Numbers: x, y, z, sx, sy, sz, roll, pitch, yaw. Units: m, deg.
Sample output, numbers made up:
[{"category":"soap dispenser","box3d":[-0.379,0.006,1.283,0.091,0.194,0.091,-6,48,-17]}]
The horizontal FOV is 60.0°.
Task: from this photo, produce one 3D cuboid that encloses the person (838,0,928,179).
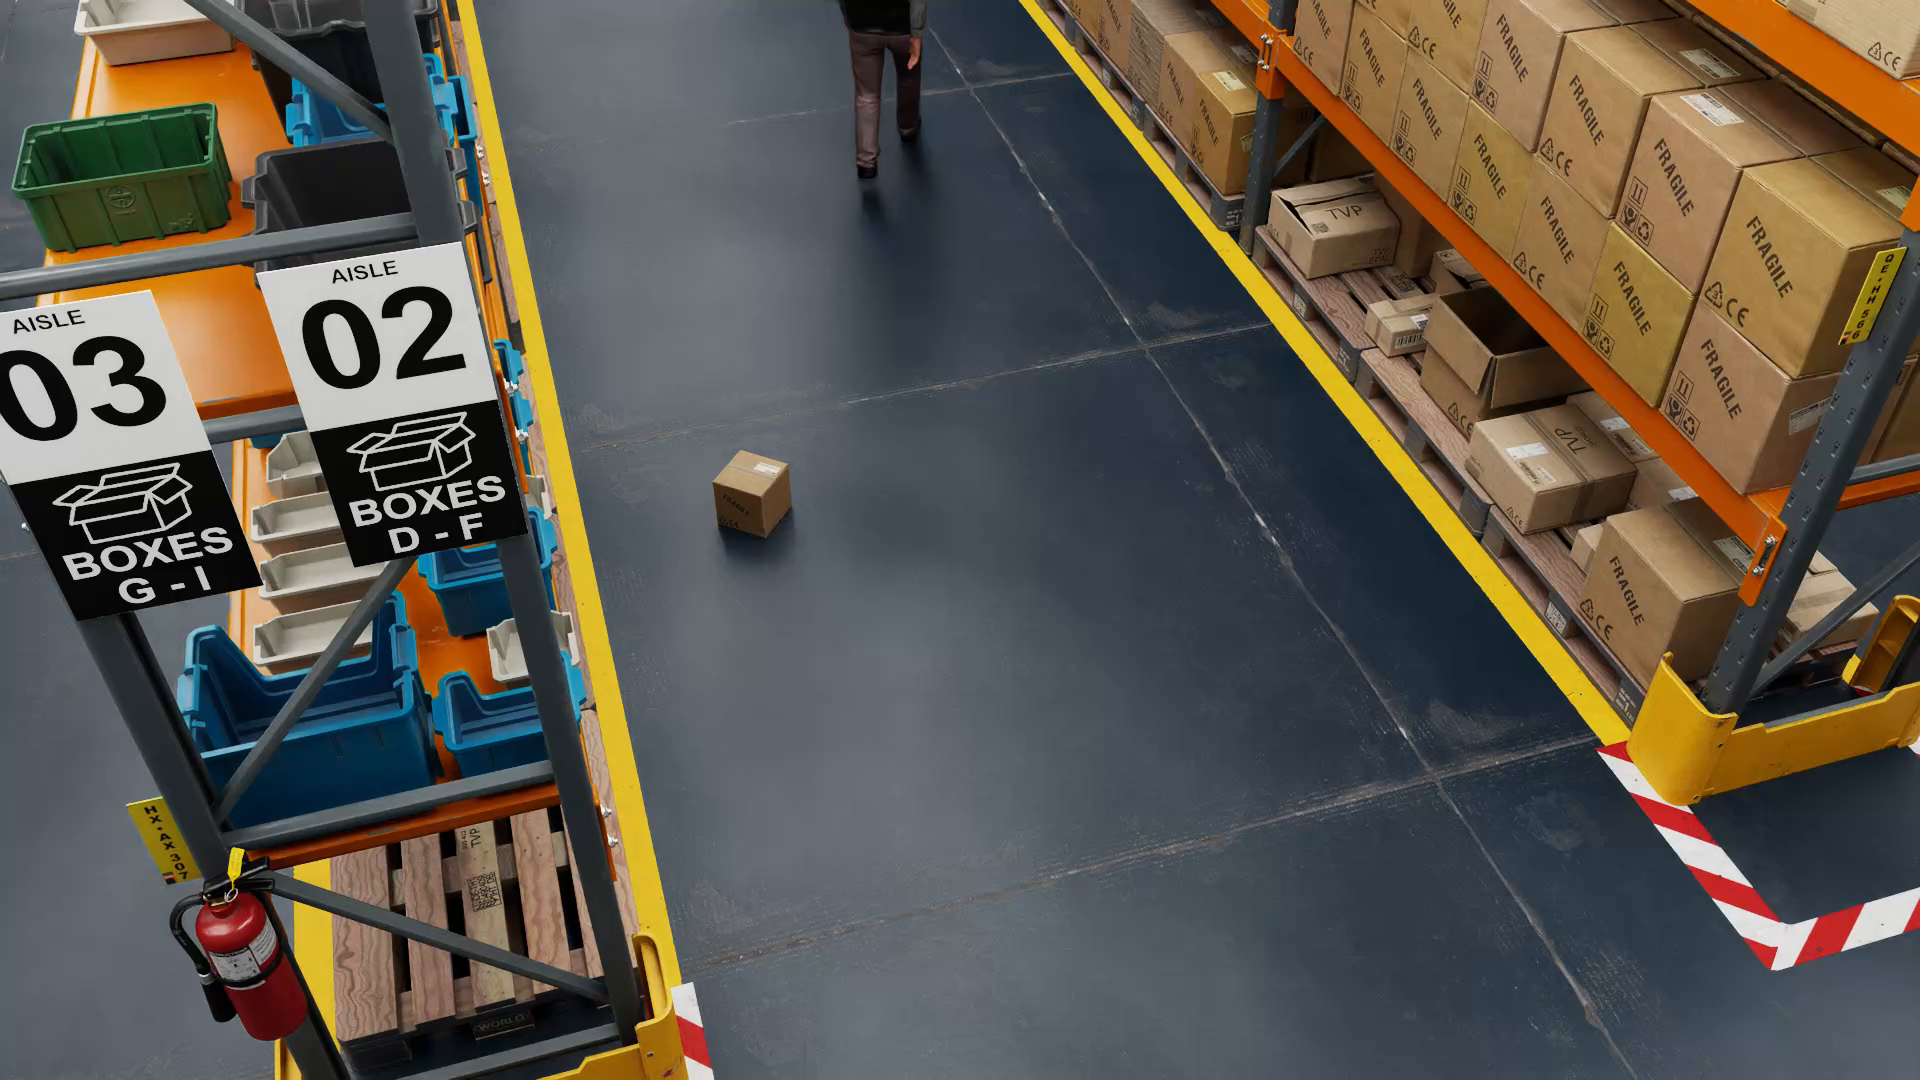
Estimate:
[{"category":"person","box3d":[-0.435,-2.911,9.420,0.536,1.682,0.988,2,42,2]}]
